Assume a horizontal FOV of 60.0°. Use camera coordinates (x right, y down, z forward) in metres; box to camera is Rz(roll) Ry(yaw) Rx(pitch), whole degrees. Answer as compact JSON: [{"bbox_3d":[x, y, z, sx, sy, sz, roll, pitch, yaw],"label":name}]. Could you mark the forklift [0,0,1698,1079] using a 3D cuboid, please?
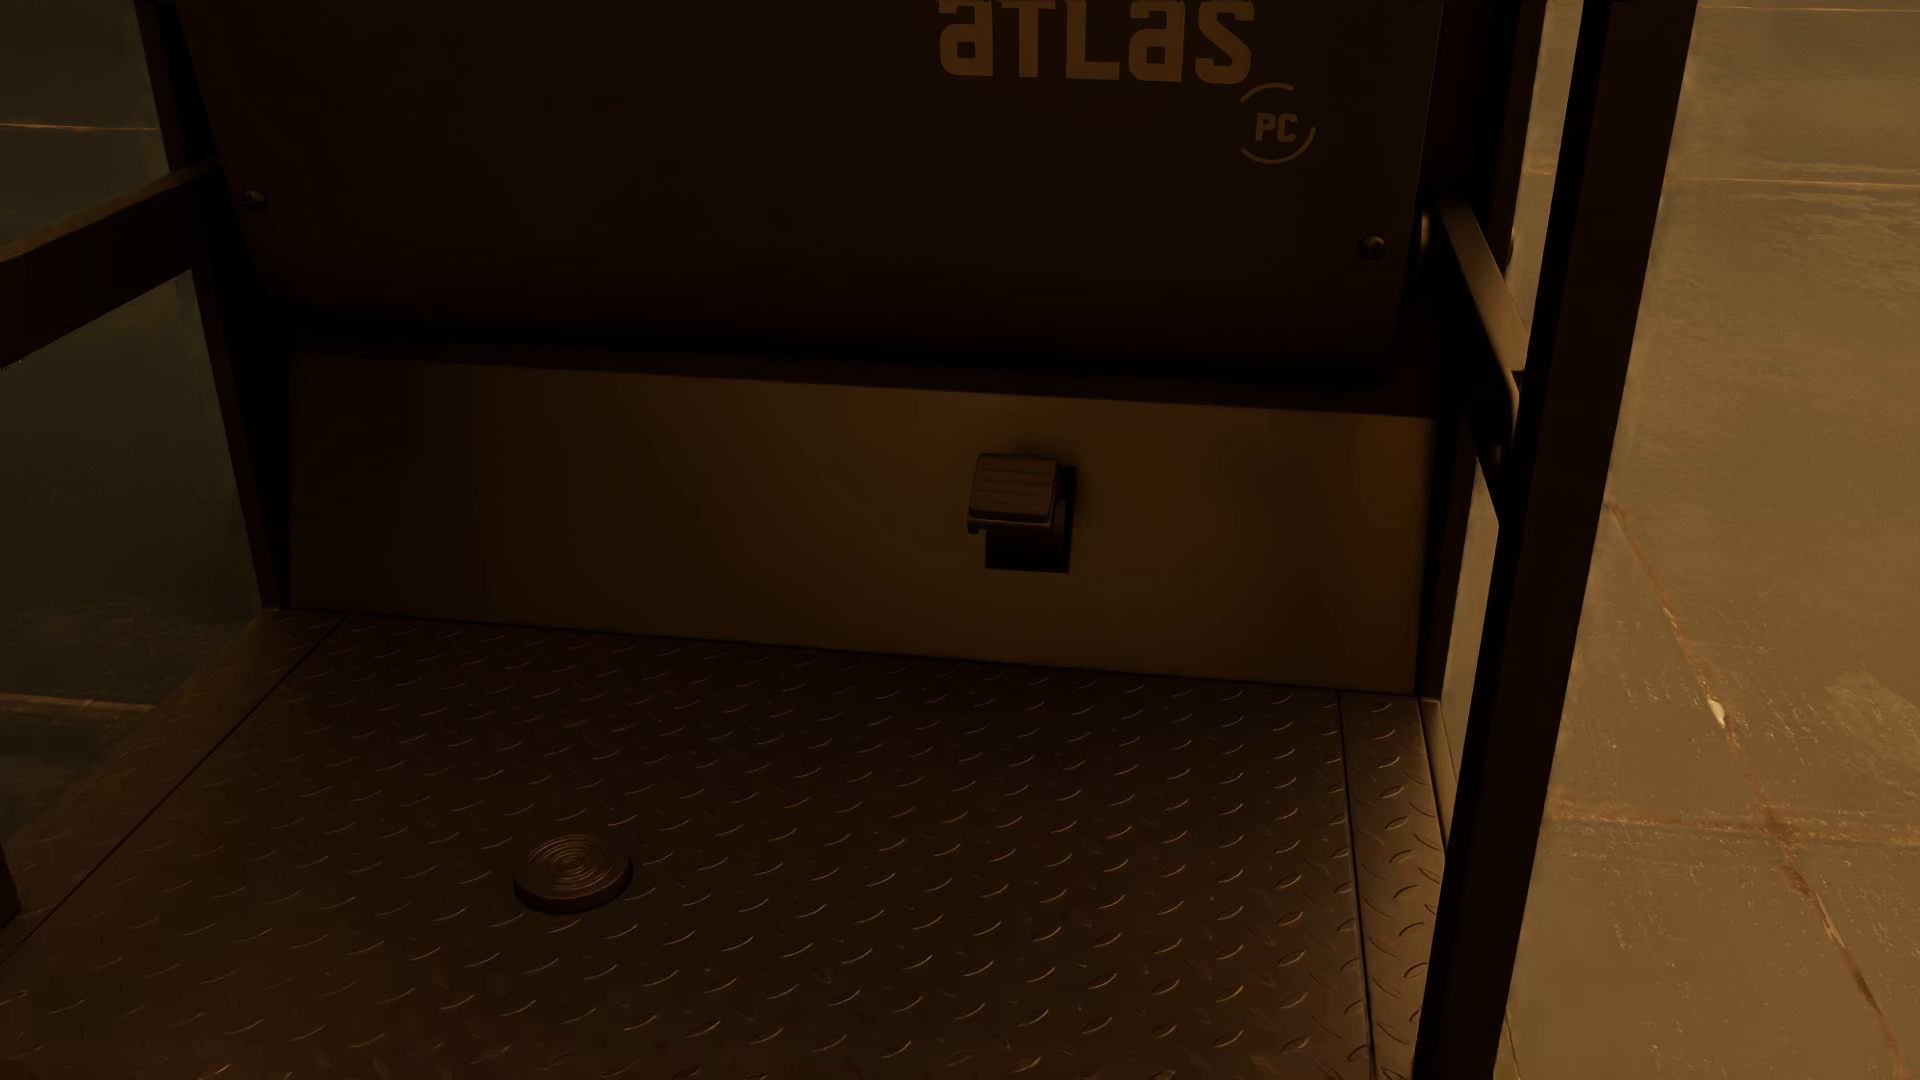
[{"bbox_3d":[-0.153,-0.801,0.821,1.130,2.935,3.031,4,27,8],"label":"forklift"}]
